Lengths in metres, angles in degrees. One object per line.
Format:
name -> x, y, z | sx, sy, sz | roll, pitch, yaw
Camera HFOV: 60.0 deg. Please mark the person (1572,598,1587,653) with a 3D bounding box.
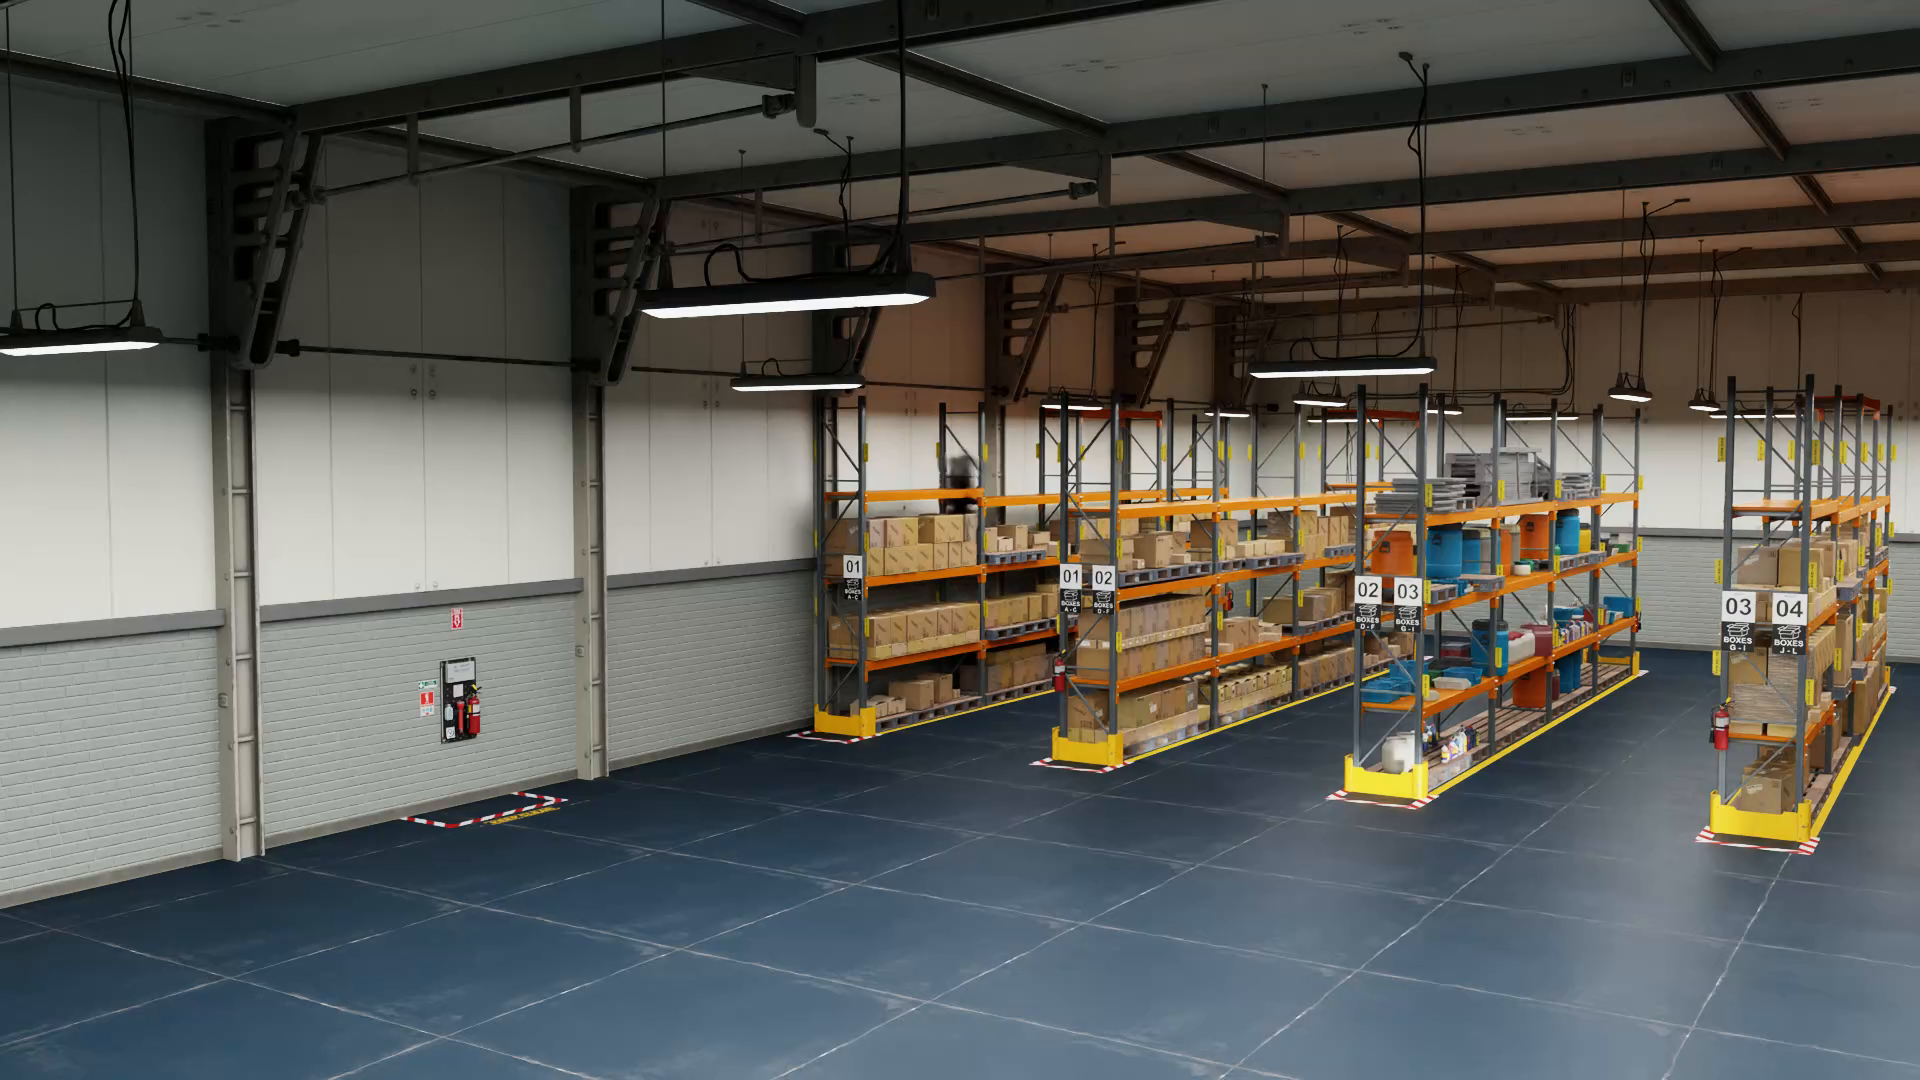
person -> 14.511, 2.157, 39.131 | 0.647, 1.594, 0.496 | -2, 4, -37
